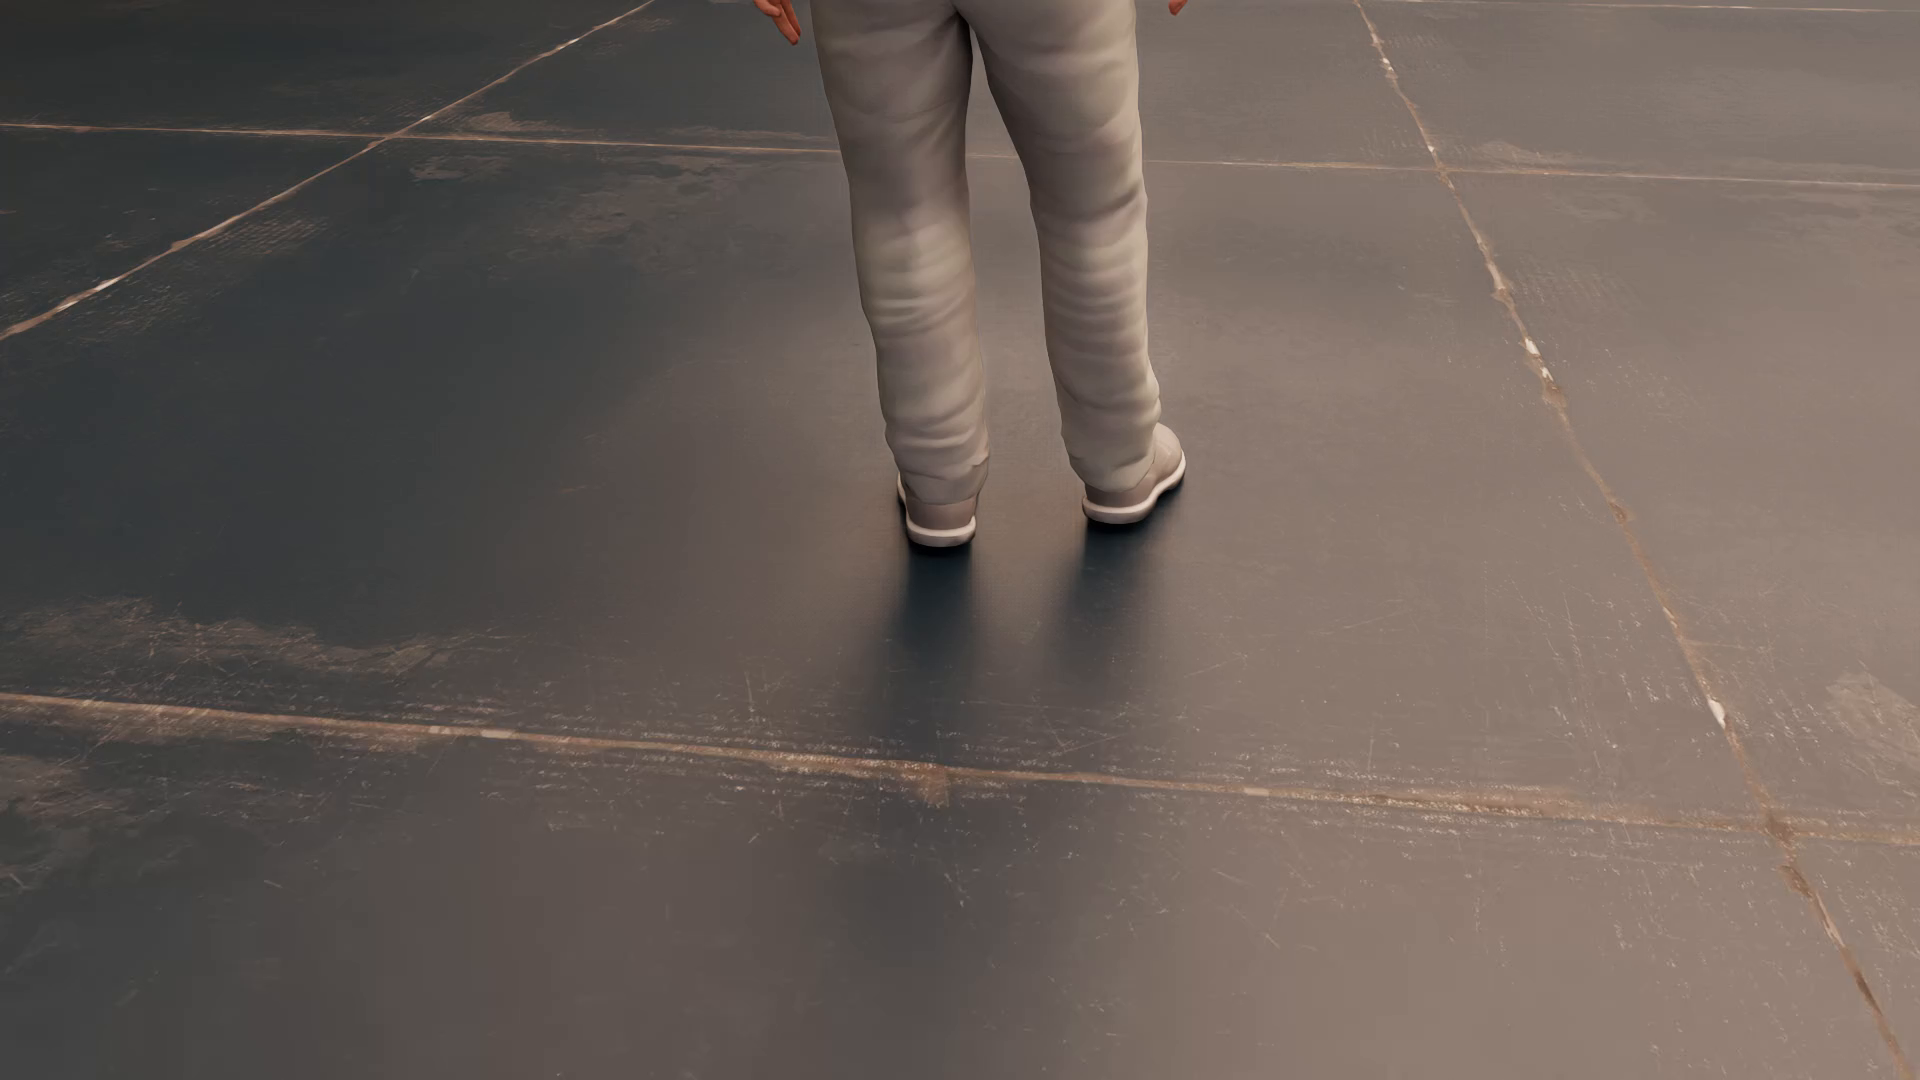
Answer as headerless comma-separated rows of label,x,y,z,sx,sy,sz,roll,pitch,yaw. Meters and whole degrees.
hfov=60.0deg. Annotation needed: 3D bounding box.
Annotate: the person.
person,0.022,-0.837,2.166,0.640,1.781,0.575,3,27,7
